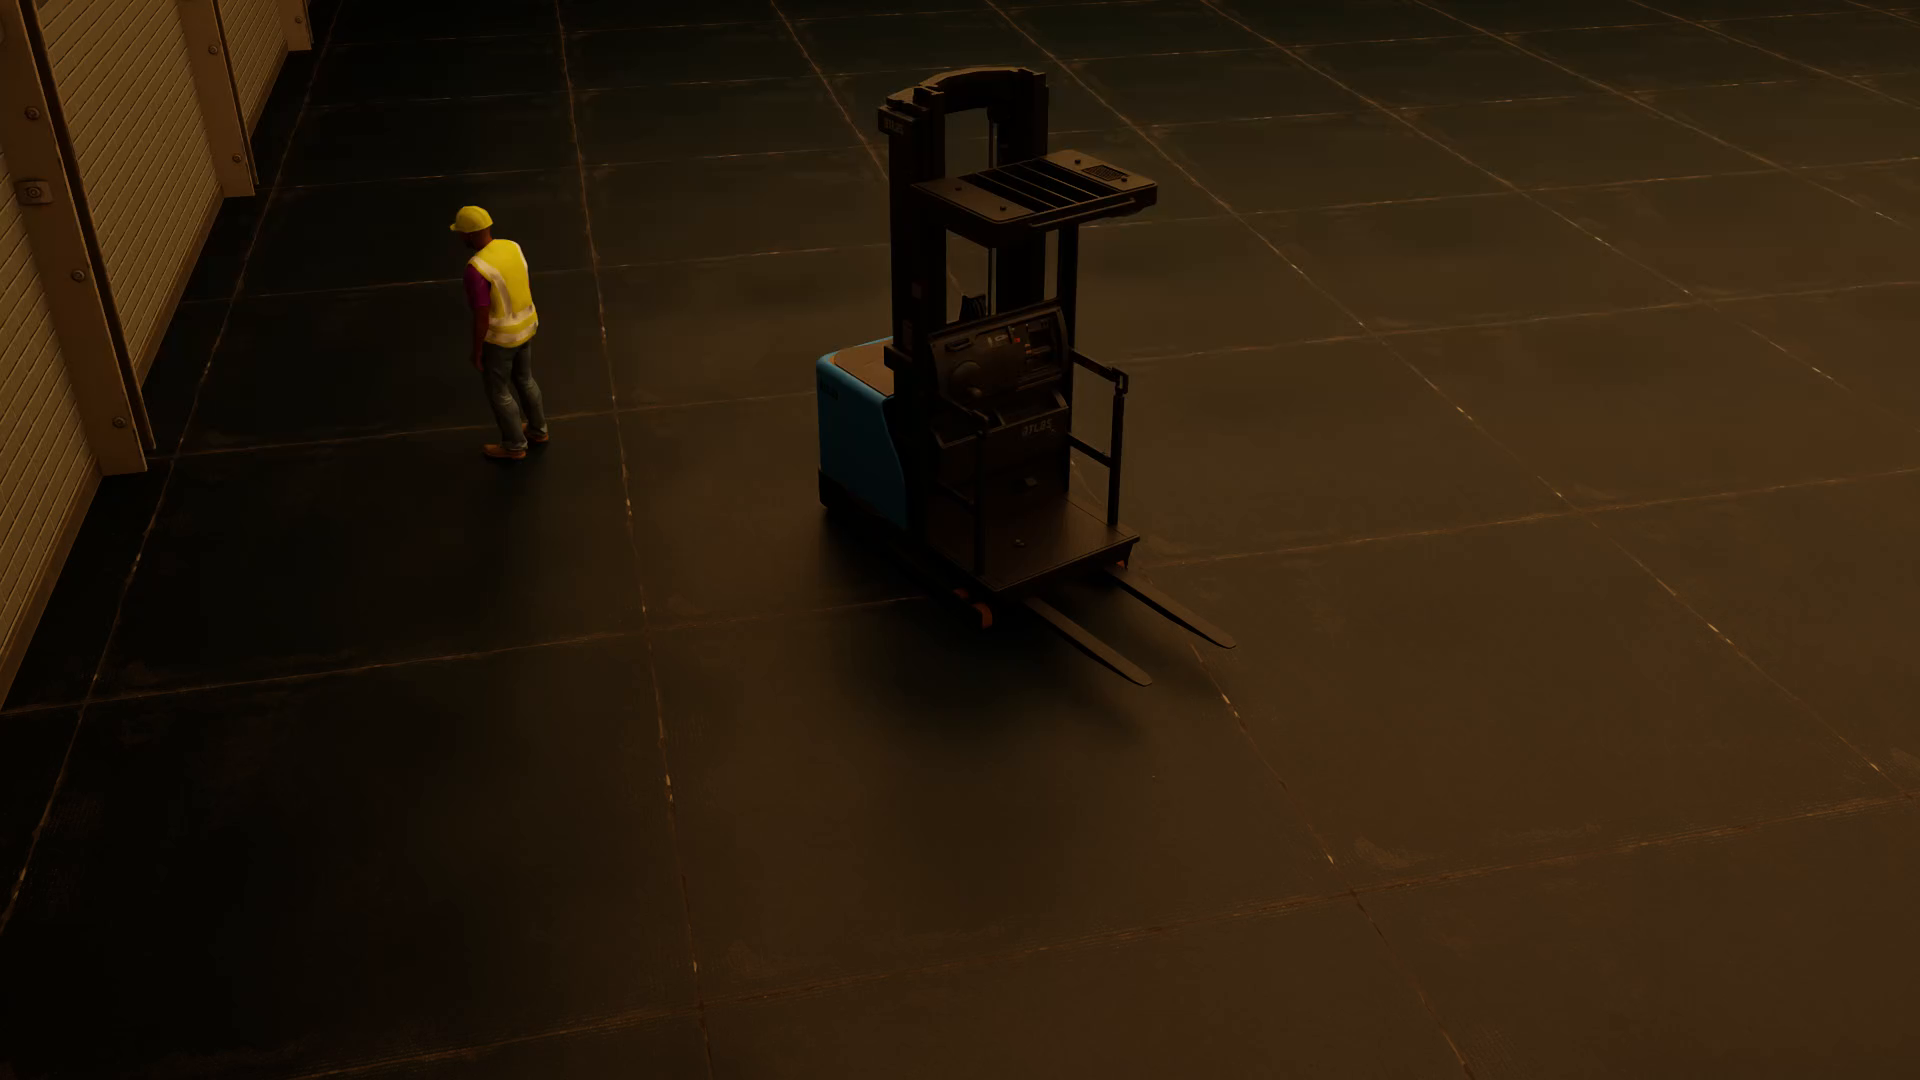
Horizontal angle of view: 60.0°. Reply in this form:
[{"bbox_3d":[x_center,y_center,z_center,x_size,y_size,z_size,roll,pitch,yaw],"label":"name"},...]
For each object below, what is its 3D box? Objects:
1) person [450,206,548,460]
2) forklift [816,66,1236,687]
[{"bbox_3d":[-3.083,-1.392,11.153,0.462,1.759,0.633,11,32,18],"label":"person"},{"bbox_3d":[0.355,-1.021,9.338,1.130,2.935,3.031,-20,35,-30],"label":"forklift"}]
